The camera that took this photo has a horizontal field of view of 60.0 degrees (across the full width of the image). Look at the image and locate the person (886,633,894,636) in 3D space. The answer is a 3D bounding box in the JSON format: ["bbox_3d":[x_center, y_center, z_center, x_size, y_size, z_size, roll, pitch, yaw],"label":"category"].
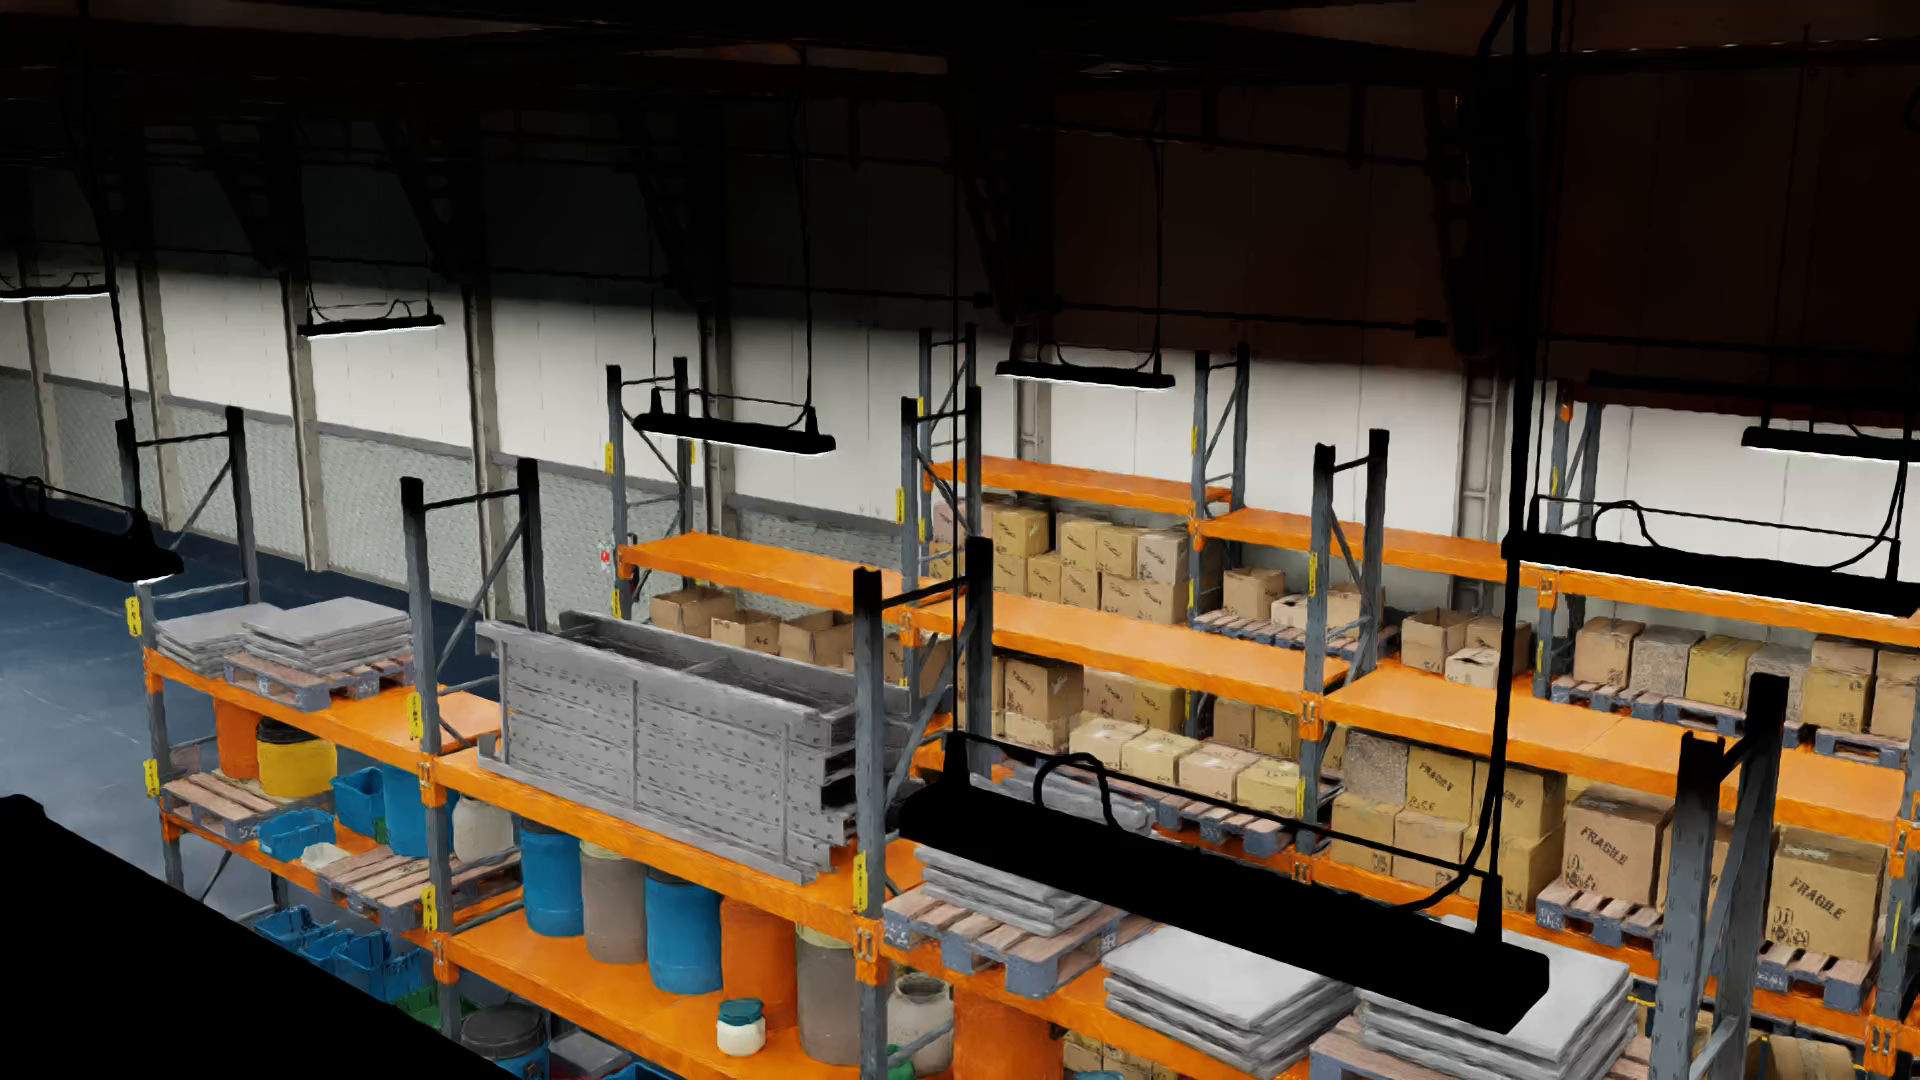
[{"bbox_3d":[-0.884,2.051,23.634,0.465,1.589,0.600,-2,13,-7],"label":"person"}]
